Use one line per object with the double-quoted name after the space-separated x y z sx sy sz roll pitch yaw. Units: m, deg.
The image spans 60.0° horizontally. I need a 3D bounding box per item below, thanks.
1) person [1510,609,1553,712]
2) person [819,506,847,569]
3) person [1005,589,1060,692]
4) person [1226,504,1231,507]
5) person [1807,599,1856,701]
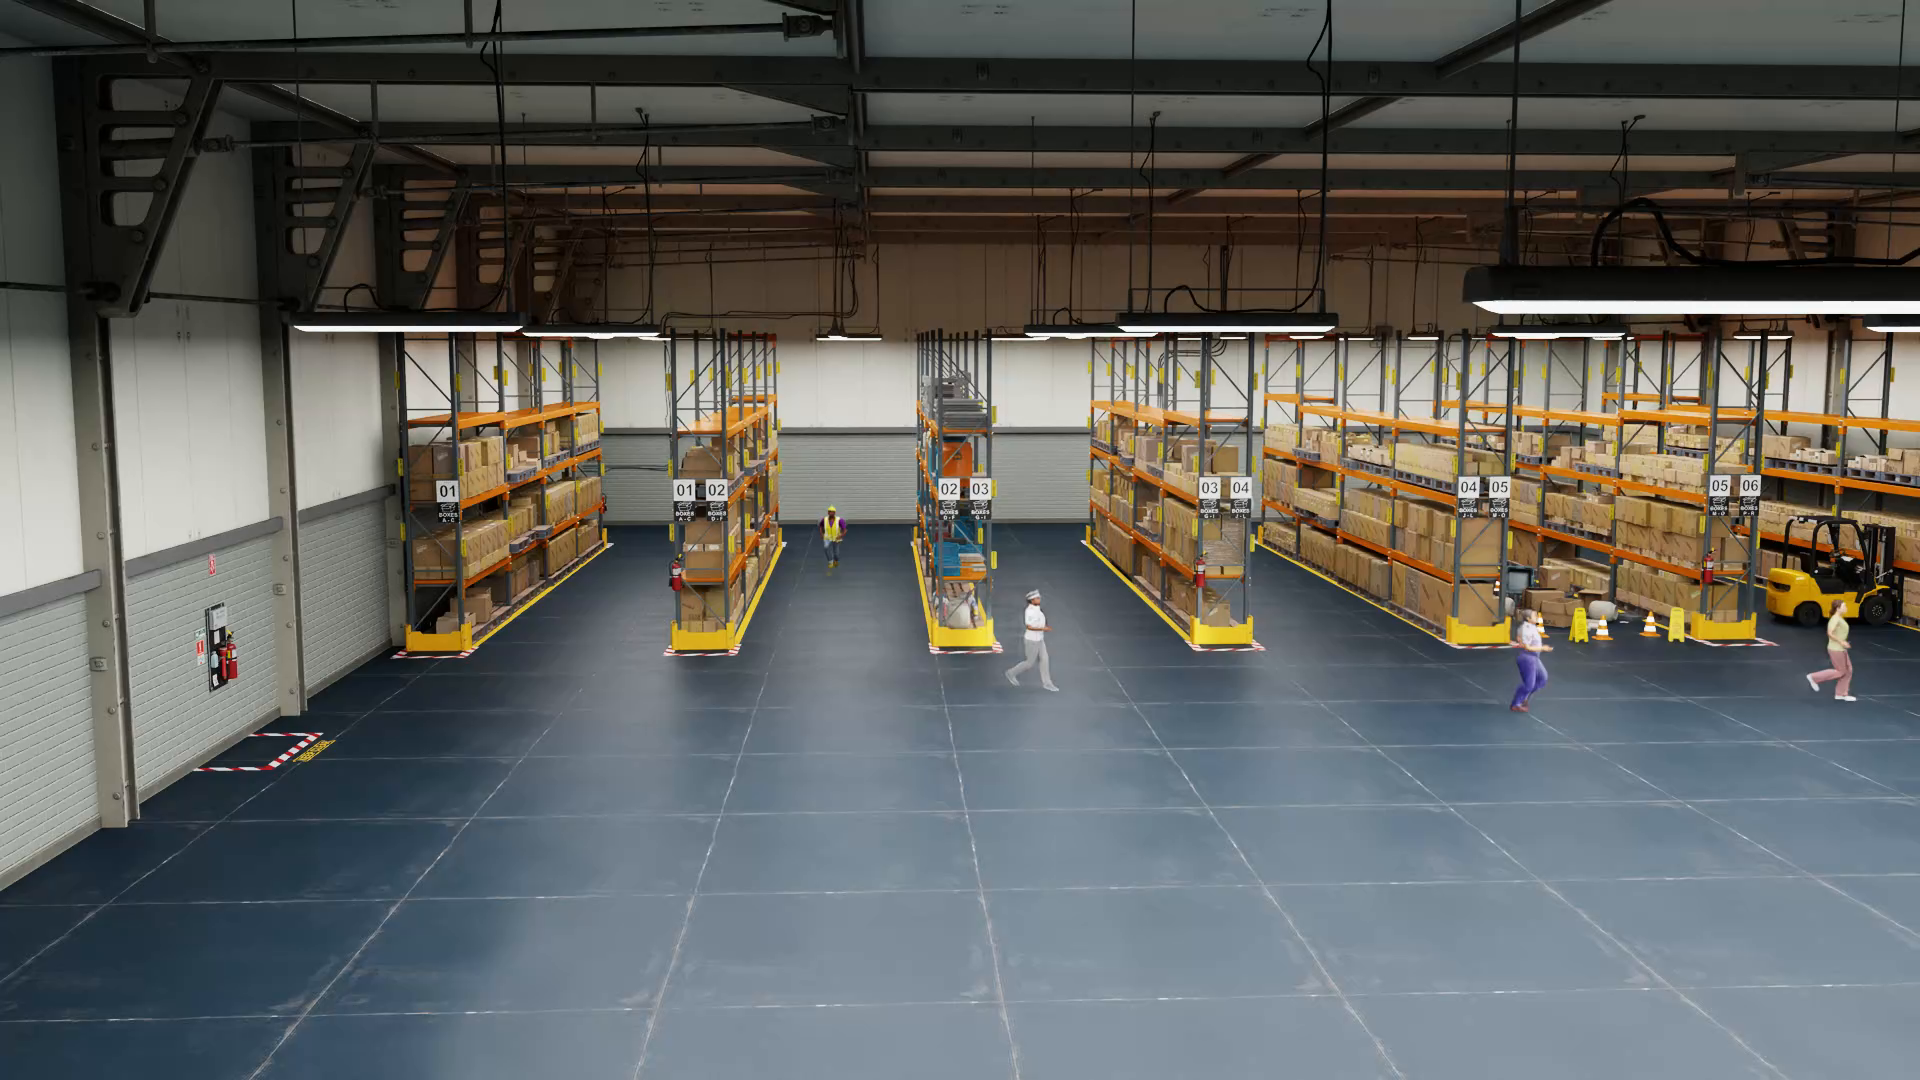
8.902 1.876 25.867 0.605 1.615 0.582 3 7 24 "person"
-3.127 -0.060 41.006 0.669 1.554 1.098 -1 7 -6 "person"
1.226 1.651 27.381 0.870 1.699 0.581 2 7 18 "person"
7.369 -0.663 47.303 0.696 1.612 0.594 3 7 22 "person"
14.084 1.759 26.790 0.733 1.633 0.573 4 8 34 "person"
